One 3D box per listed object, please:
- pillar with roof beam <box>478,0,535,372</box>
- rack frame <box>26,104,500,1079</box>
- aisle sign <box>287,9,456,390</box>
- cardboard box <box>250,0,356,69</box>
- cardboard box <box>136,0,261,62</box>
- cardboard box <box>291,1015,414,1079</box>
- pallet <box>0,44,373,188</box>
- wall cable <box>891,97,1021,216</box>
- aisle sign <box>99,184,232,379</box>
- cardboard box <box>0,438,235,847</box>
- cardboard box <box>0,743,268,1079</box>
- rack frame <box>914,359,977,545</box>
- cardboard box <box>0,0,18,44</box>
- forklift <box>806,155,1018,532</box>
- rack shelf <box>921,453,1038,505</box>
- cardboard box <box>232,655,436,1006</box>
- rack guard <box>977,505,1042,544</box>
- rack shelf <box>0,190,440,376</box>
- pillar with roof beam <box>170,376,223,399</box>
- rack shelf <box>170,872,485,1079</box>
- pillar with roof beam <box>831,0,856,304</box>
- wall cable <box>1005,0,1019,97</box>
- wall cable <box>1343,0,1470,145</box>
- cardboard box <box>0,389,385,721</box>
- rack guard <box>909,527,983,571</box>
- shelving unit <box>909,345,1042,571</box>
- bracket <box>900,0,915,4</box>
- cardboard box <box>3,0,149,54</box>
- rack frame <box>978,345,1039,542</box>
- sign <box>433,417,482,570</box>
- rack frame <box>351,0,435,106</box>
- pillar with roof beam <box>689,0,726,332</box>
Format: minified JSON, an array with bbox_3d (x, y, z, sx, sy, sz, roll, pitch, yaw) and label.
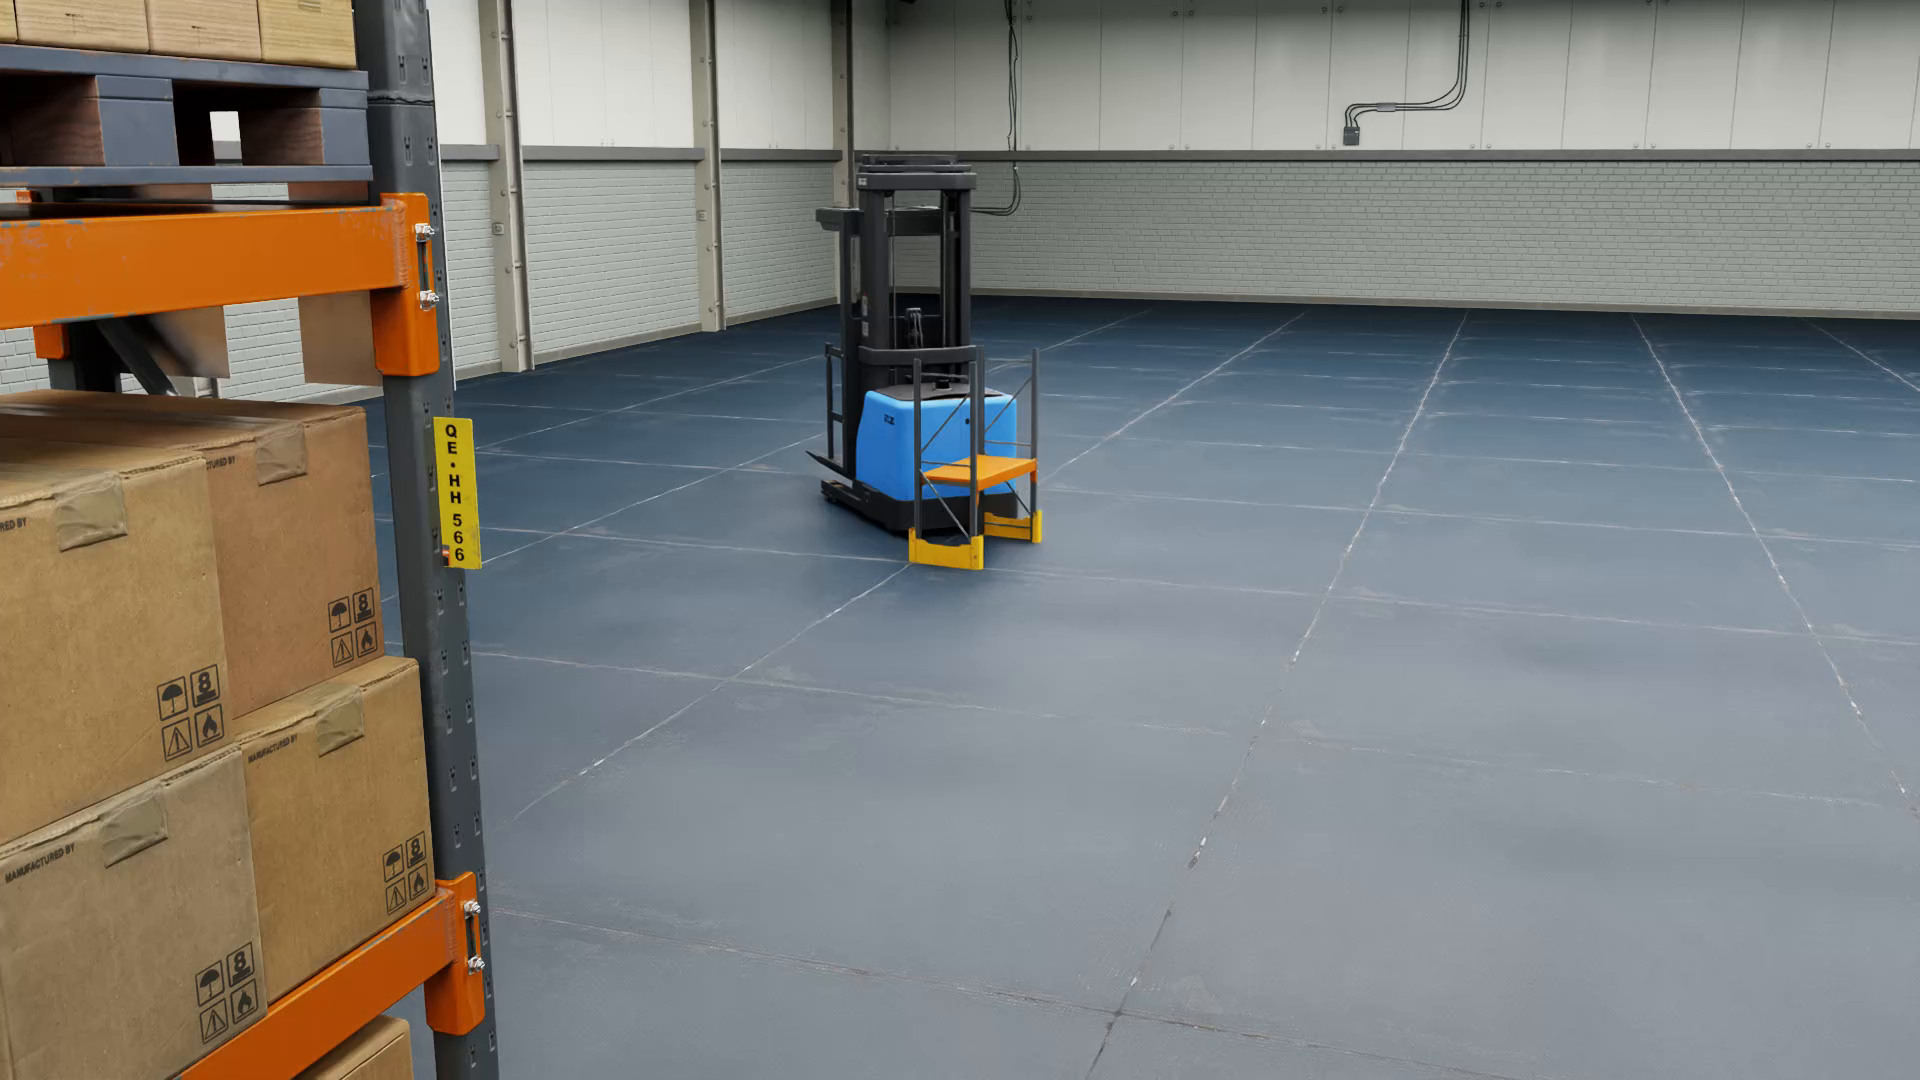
[{"bbox_3d":[-2.178,-6.475,21.136,9.100,9.000,0.400,4,14,18],"label":"pillar with roof beam"},{"bbox_3d":[-1.583,0.539,3.884,1.000,3.000,0.127,4,14,18],"label":"rack frame"},{"bbox_3d":[-1.276,-0.721,3.565,0.394,0.787,0.004,4,14,18],"label":"aisle sign"},{"bbox_3d":[-1.370,-0.960,3.107,0.380,0.149,0.250,4,14,18],"label":"cardboard box"},{"bbox_3d":[-1.452,-0.907,2.874,0.380,0.149,0.250,4,14,19],"label":"cardboard box"},{"bbox_3d":[-1.740,1.518,3.427,0.875,0.875,0.875,4,14,19],"label":"cardboard box"},{"bbox_3d":[-1.813,-0.723,2.872,1.003,0.211,1.213,4,14,18],"label":"pallet"},{"bbox_3d":[-0.164,-8.323,36.210,3.097,2.526,0.112,4,14,18],"label":"wall cable"},{"bbox_3d":[-1.844,-0.765,3.755,0.394,0.787,0.004,4,14,18],"label":"aisle sign"},{"bbox_3d":[-1.830,0.138,2.881,0.875,0.550,0.550,4,14,18],"label":"cardboard box"},{"bbox_3d":[-1.817,0.665,2.996,0.875,0.550,0.550,4,14,18],"label":"cardboard box"},{"bbox_3d":[-0.105,-0.543,11.995,0.500,1.500,0.032,7,14,27],"label":"rack frame"},{"bbox_3d":[-1.617,-0.799,2.404,0.380,0.149,0.250,4,14,19],"label":"cardboard box"},{"bbox_3d":[-0.566,-1.777,14.188,1.130,2.935,3.031,-5,14,-22],"label":"forklift"},{"bbox_3d":[0.132,-0.467,12.474,0.538,0.185,1.000,7,14,27],"label":"rack shelf"},{"bbox_3d":[-1.660,0.548,3.511,0.875,0.550,0.550,4,14,18],"label":"cardboard box"},{"bbox_3d":[0.360,-0.130,12.994,0.587,0.250,0.087,7,14,27],"label":"rack guard"},{"bbox_3d":[-2.230,-0.151,1.785,1.077,0.370,4.000,4,14,18],"label":"rack shelf"},{"bbox_3d":[-4.119,-5.212,15.601,9.100,9.000,0.400,4,14,18],"label":"pillar with roof beam"},{"bbox_3d":[-2.230,1.311,2.119,1.077,0.370,4.000,4,14,18],"label":"rack shelf"},{"bbox_3d":[1.705,-9.002,32.206,9.100,9.000,0.548,4,14,18],"label":"pillar with roof beam"},{"bbox_3d":[2.396,-10.591,34.794,3.097,2.526,0.112,4,14,18],"label":"wall cable"},{"bbox_3d":[8.814,-10.808,32.476,2.305,6.003,0.169,4,14,18],"label":"wall cable"},{"bbox_3d":[-1.739,0.015,3.417,0.875,0.550,0.550,4,14,18],"label":"cardboard box"},{"bbox_3d":[-0.105,0.066,12.135,0.587,0.250,0.087,7,14,27],"label":"rack guard"},{"bbox_3d":[0.128,-0.641,12.426,0.587,1.500,1.083,7,14,27],"label":"shelving unit"},{"bbox_3d":[-1.132,-11.628,35.620,0.235,0.232,0.430,4,14,18],"label":"bracket"},{"bbox_3d":[-1.534,-0.853,2.637,0.380,0.149,0.250,5,14,19],"label":"cardboard box"},{"bbox_3d":[0.370,-0.743,12.872,0.500,1.500,0.032,7,14,27],"label":"rack frame"},{"bbox_3d":[-1.074,-0.099,3.545,0.100,0.325,0.005,4,14,18],"label":"sign"},{"bbox_3d":[-1.583,-2.385,3.216,1.000,3.000,0.127,4,14,18],"label":"rack frame"},{"bbox_3d":[-0.236,-7.739,26.671,9.100,9.000,0.400,4,14,18],"label":"pillar with roof beam"}]
